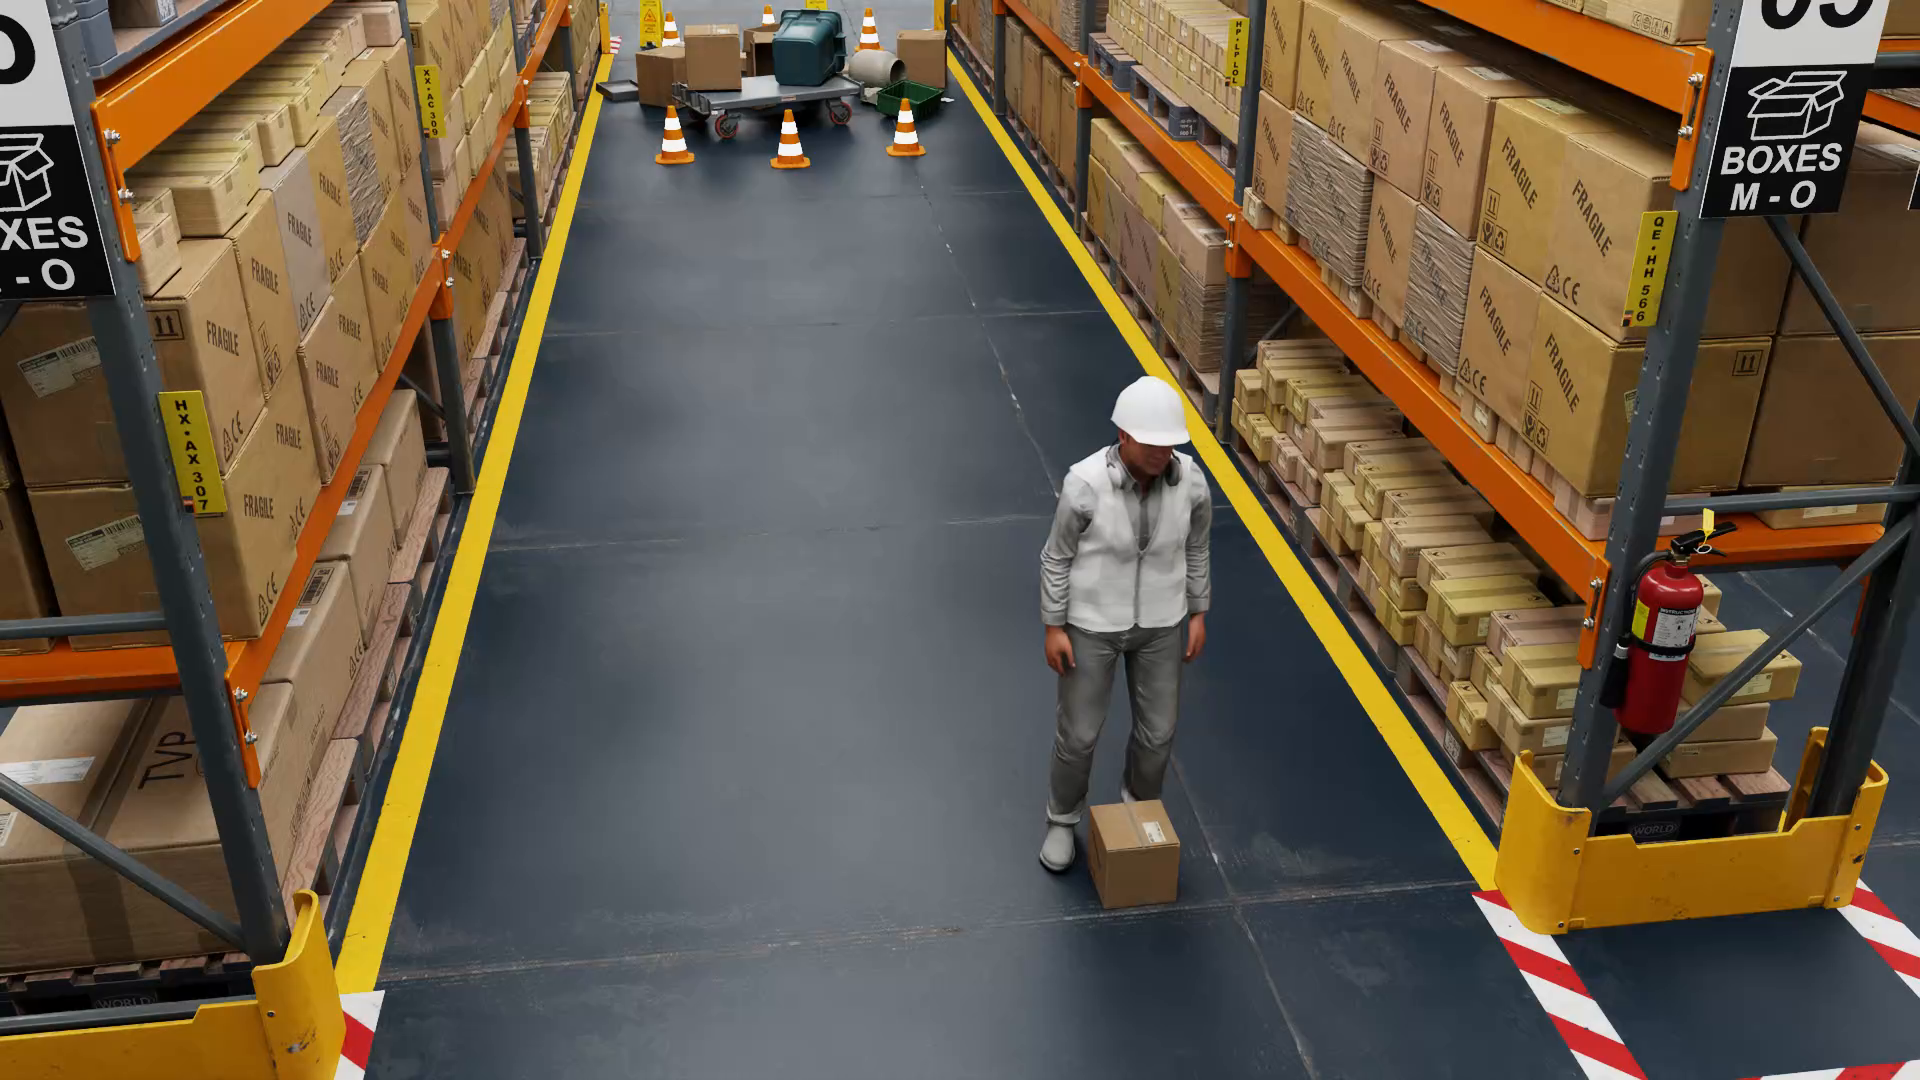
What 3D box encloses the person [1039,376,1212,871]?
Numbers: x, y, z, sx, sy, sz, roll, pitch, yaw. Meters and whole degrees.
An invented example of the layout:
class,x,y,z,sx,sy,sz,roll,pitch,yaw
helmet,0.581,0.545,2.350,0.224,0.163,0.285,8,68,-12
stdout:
class,x,y,z,sx,sy,sz,roll,pitch,yaw
person,0.551,0.275,5.552,0.590,1.767,0.465,-5,27,-10
